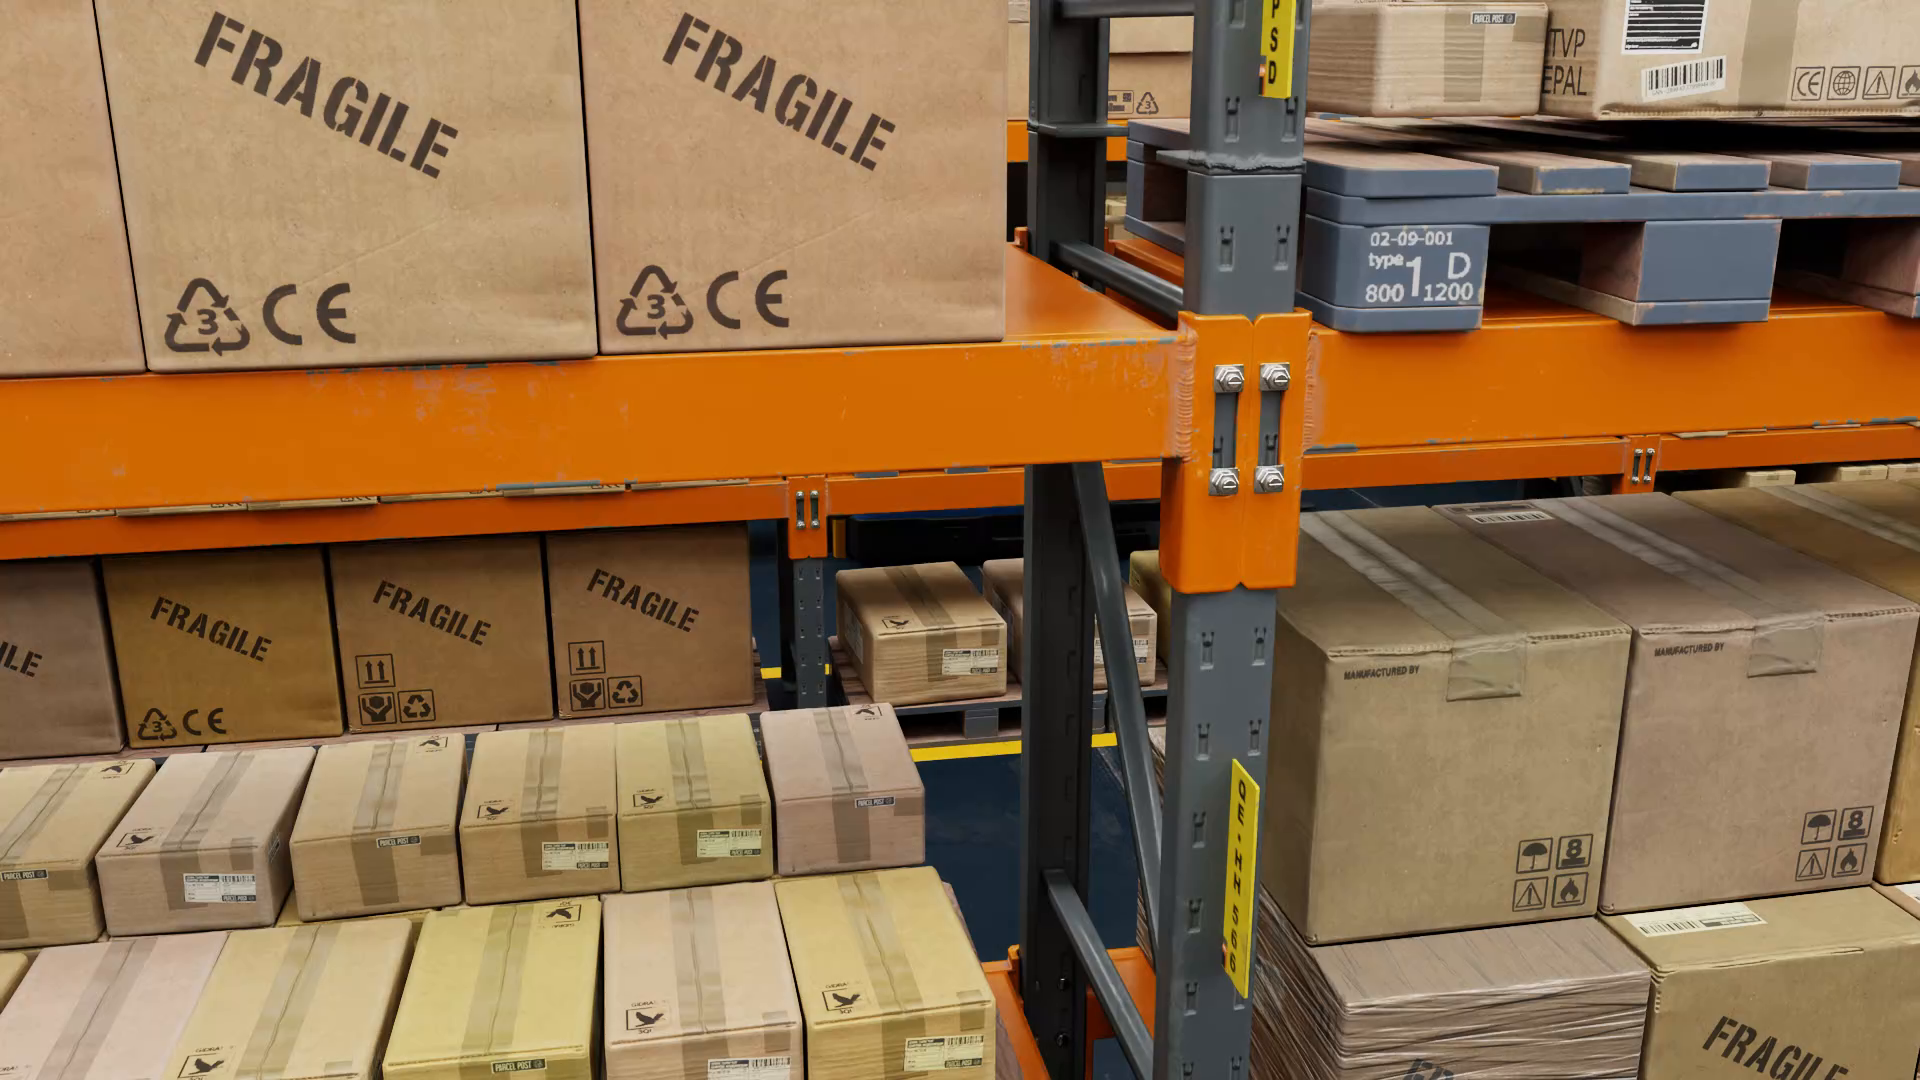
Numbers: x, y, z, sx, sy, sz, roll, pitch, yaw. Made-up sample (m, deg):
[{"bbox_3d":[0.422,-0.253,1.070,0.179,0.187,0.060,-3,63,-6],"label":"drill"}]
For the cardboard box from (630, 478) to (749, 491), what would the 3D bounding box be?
[{"bbox_3d":[-1.208,-0.414,7.305,0.500,0.250,0.500,-4,17,-12],"label":"cardboard box"}]

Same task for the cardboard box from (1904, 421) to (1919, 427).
[{"bbox_3d":[4.795,-0.685,8.360,0.250,0.149,0.380,-3,17,-10],"label":"cardboard box"}]

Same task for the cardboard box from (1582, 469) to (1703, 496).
[{"bbox_3d":[3.697,-0.166,8.935,0.500,0.500,0.500,-3,17,-11],"label":"cardboard box"}]

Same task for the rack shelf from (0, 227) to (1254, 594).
[{"bbox_3d":[-1.686,-0.145,2.293,4.000,0.370,1.077,-3,17,-10],"label":"rack shelf"}]

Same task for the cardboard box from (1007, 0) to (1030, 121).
[{"bbox_3d":[0.172,-2.120,7.326,0.500,0.500,0.700,-3,17,-10],"label":"cardboard box"}]

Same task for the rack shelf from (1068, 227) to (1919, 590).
[{"bbox_3d":[2.242,-0.368,3.018,4.000,0.370,1.077,-3,17,-10],"label":"rack shelf"}]

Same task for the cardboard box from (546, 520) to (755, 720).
[{"bbox_3d":[-1.454,0.241,7.821,0.875,0.875,0.875,-3,17,-11],"label":"cardboard box"}]

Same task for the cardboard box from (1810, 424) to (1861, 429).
[{"bbox_3d":[4.280,-0.672,8.320,0.250,0.149,0.380,-3,17,-9],"label":"cardboard box"}]

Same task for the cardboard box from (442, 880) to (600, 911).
[{"bbox_3d":[-0.762,0.611,2.920,0.250,0.149,0.380,-4,17,-12],"label":"cardboard box"}]

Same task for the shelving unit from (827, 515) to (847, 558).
[{"bbox_3d":[-1.284,-0.666,10.427,1.083,1.500,0.587,-3,17,-8],"label":"shelving unit"}]

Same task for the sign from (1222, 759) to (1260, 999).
[{"bbox_3d":[0.390,0.473,2.325,0.005,0.325,0.100,-3,17,-10],"label":"sign"}]

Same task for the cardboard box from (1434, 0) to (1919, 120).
[{"bbox_3d":[1.030,-0.784,2.412,0.500,0.311,0.500,-3,17,-10],"label":"cardboard box"}]

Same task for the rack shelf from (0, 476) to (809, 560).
[{"bbox_3d":[-2.724,-0.133,7.361,4.000,0.370,1.077,-3,17,-10],"label":"rack shelf"}]

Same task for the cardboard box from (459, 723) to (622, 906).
[{"bbox_3d":[-0.718,0.466,2.885,0.250,0.149,0.380,-3,17,-11],"label":"cardboard box"}]

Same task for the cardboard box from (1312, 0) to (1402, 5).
[{"bbox_3d":[1.624,-2.481,7.360,0.500,0.250,0.500,-3,17,-10],"label":"cardboard box"}]

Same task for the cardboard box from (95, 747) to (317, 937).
[{"bbox_3d":[-1.243,0.496,2.787,0.250,0.149,0.380,-2,17,-8],"label":"cardboard box"}]

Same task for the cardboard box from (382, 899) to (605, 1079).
[{"bbox_3d":[-0.620,0.655,2.268,0.250,0.149,0.380,-3,17,-9],"label":"cardboard box"}]

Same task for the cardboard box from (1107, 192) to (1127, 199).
[{"bbox_3d":[1.317,-2.628,12.985,0.250,0.149,0.380,-3,17,-11],"label":"cardboard box"}]

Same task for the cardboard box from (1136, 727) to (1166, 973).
[{"bbox_3d":[0.669,0.683,3.310,0.500,0.500,0.500,-3,17,-10],"label":"cardboard box"}]

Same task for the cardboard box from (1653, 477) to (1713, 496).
[{"bbox_3d":[3.798,-0.011,8.429,0.500,0.500,0.500,-2,17,-8],"label":"cardboard box"}]

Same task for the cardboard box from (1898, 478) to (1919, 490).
[{"bbox_3d":[2.222,0.199,3.182,0.500,0.500,0.700,-3,17,-11],"label":"cardboard box"}]

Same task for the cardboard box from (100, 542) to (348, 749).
[{"bbox_3d":[-3.209,0.339,7.502,0.875,0.875,0.875,-3,17,-9],"label":"cardboard box"}]

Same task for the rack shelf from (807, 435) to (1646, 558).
[{"bbox_3d":[1.203,-0.356,8.086,4.000,0.370,1.077,-3,17,-10],"label":"rack shelf"}]

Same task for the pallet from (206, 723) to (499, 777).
[{"bbox_3d":[-2.744,0.834,7.737,1.213,0.211,1.003,-3,17,-10],"label":"pallet"}]

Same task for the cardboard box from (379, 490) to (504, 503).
[{"bbox_3d":[-2.204,-0.357,7.121,0.500,0.250,0.500,-3,17,-11],"label":"cardboard box"}]

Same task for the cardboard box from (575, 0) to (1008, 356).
[{"bbox_3d":[-0.235,-0.544,2.193,0.500,0.500,0.500,-3,17,-10],"label":"cardboard box"}]

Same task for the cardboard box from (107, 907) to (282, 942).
[{"bbox_3d":[-1.254,0.639,2.830,0.250,0.149,0.380,-3,17,-10],"label":"cardboard box"}]

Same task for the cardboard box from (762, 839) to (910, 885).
[{"bbox_3d":[-0.235,0.579,3.023,0.250,0.149,0.380,-2,17,-8],"label":"cardboard box"}]

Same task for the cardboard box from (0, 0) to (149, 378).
[{"bbox_3d":[-1.215,-0.485,2.004,0.500,0.500,0.500,-3,17,-10],"label":"cardboard box"}]

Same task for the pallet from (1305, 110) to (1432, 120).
[{"bbox_3d":[1.523,-2.093,7.728,1.003,0.211,1.213,-3,17,-10],"label":"pallet"}]

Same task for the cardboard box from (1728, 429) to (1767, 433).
[{"bbox_3d":[3.775,-0.645,8.231,0.250,0.149,0.380,-3,17,-9],"label":"cardboard box"}]

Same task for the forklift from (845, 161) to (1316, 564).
[{"bbox_3d":[0.758,-1.434,10.489,3.031,2.935,1.130,-3,17,-8],"label":"forklift"}]

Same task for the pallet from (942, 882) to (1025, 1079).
[{"bbox_3d":[-0.402,0.995,2.789,1.003,0.211,1.213,-3,17,-10],"label":"pallet"}]

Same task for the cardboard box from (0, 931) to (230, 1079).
[{"bbox_3d":[-1.120,0.683,2.178,0.250,0.149,0.380,-3,17,-10],"label":"cardboard box"}]

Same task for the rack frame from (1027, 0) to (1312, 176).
[{"bbox_3d":[0.278,-2.035,2.110,0.127,3.000,1.000,-3,17,-10],"label":"rack frame"}]

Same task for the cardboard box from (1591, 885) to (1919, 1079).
[{"bbox_3d":[1.269,0.809,2.899,0.500,0.500,0.500,-3,17,-11],"label":"cardboard box"}]

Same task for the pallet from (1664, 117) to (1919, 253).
[{"bbox_3d":[1.998,-0.625,2.950,1.213,0.211,1.003,-2,17,-8],"label":"pallet"}]

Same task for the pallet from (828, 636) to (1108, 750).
[{"bbox_3d":[0.007,0.702,8.168,1.213,0.211,1.003,-3,17,-10],"label":"pallet"}]

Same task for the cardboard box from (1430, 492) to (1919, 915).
[{"bbox_3d":[1.217,0.257,2.994,0.500,0.500,0.700,-3,17,-11],"label":"cardboard box"}]

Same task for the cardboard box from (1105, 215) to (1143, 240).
[{"bbox_3d":[0.792,-1.461,7.964,0.250,0.149,0.380,-4,18,-13],"label":"cardboard box"}]

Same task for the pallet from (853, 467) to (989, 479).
[{"bbox_3d":[-0.081,-0.567,7.875,1.003,0.211,1.213,-3,17,-10],"label":"pallet"}]

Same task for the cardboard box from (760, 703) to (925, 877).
[{"bbox_3d":[-0.217,0.438,2.976,0.250,0.149,0.380,-3,17,-10],"label":"cardboard box"}]

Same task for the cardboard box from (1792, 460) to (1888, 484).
[{"bbox_3d":[4.436,-0.340,8.395,0.250,0.149,0.380,-3,17,-8],"label":"cardboard box"}]

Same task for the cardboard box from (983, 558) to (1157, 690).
[{"bbox_3d":[0.519,0.395,8.177,0.625,0.372,0.950,-4,17,-12],"label":"cardboard box"}]

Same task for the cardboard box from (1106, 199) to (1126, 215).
[{"bbox_3d":[1.195,-2.446,12.390,0.250,0.149,0.380,-4,17,-12],"label":"cardboard box"}]

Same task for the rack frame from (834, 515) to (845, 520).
[{"bbox_3d":[-0.773,-0.689,10.500,0.032,1.500,0.500,-3,17,-8],"label":"rack frame"}]

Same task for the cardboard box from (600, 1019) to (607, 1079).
[{"bbox_3d":[-0.382,0.784,2.355,0.250,0.149,0.380,-3,17,-8],"label":"cardboard box"}]

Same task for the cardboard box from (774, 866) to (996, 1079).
[{"bbox_3d":[-0.116,0.628,2.359,0.250,0.149,0.380,-4,18,-13],"label":"cardboard box"}]

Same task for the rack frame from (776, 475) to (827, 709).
[{"bbox_3d":[-0.760,-0.588,7.618,0.127,3.000,1.000,-3,17,-10],"label":"rack frame"}]

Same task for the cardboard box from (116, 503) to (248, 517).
[{"bbox_3d":[-3.192,-0.295,6.920,0.500,0.250,0.500,-3,17,-11],"label":"cardboard box"}]
